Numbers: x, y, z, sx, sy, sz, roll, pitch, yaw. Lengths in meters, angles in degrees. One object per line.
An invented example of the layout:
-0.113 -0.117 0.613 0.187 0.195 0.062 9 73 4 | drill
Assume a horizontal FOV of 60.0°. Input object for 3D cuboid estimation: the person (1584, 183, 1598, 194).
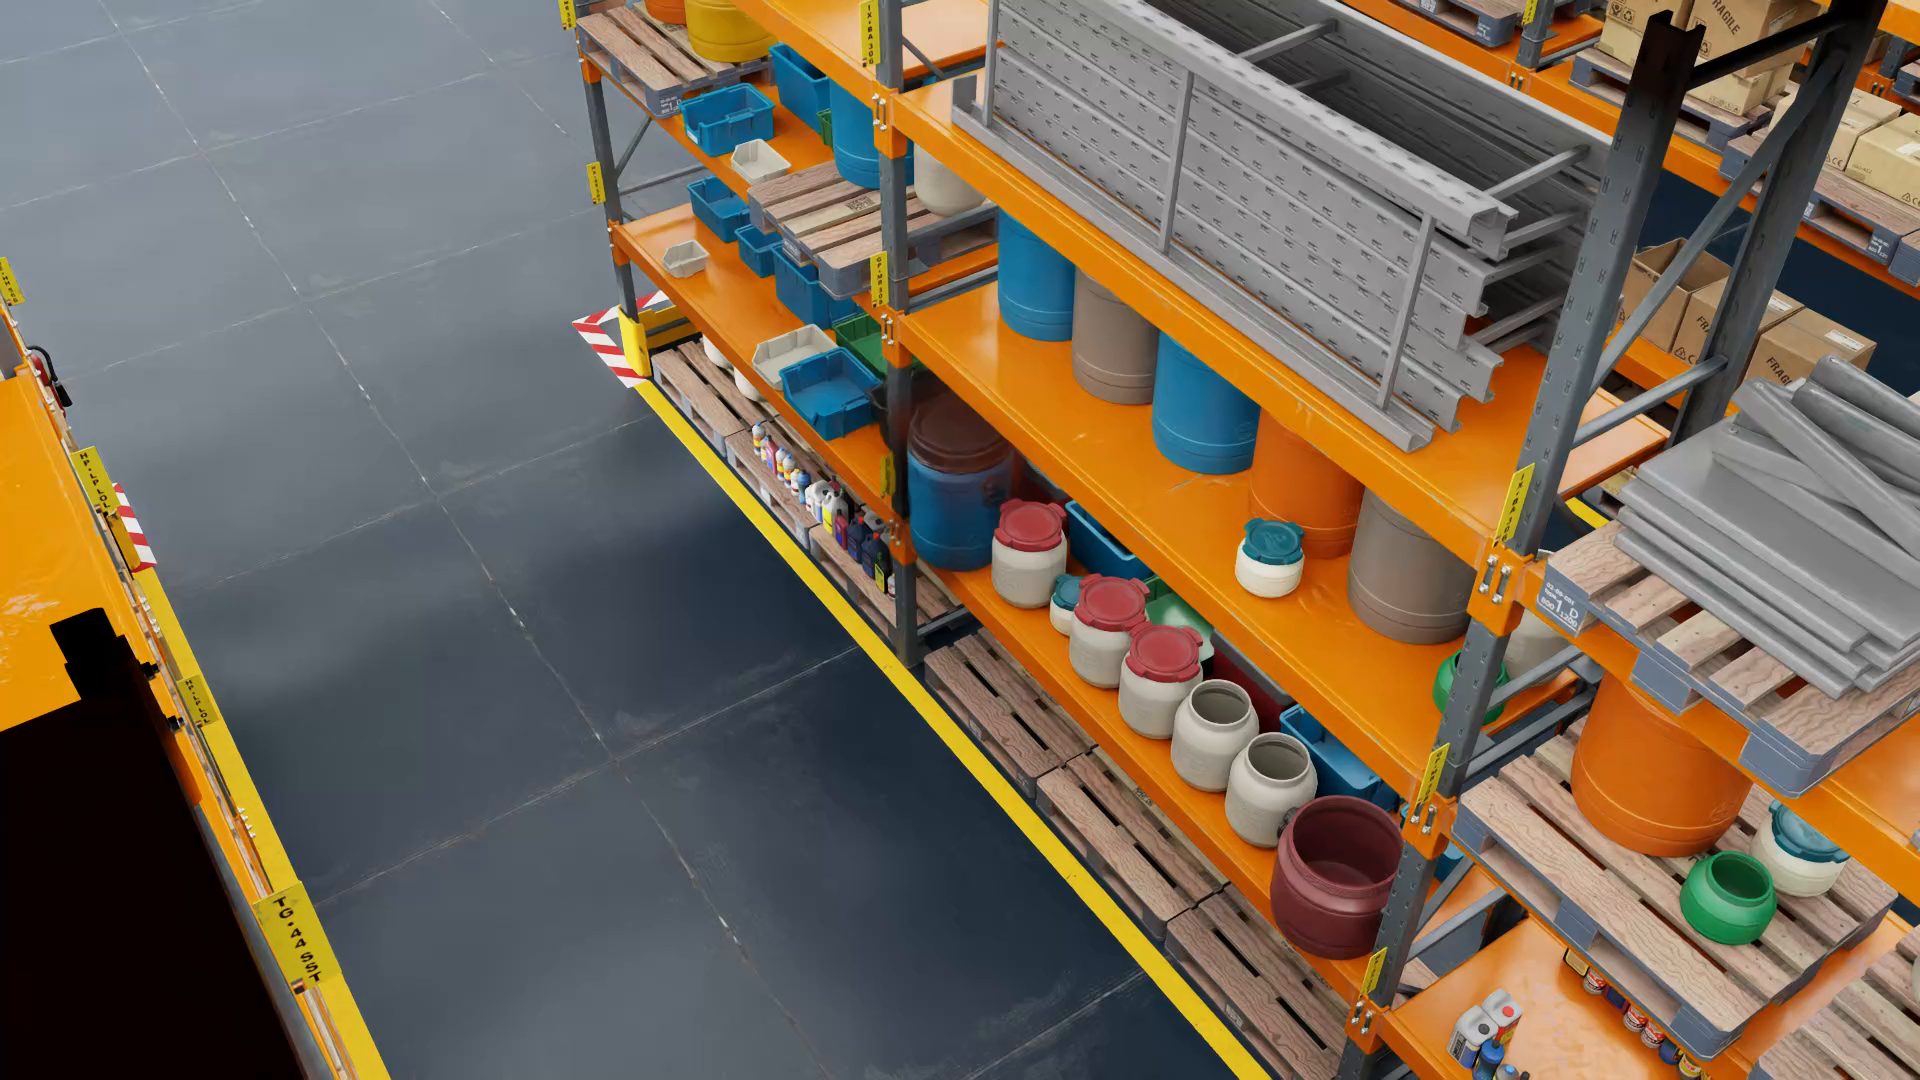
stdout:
5.210 -2.849 13.614 0.636 1.711 0.626 33 52 30 | person
